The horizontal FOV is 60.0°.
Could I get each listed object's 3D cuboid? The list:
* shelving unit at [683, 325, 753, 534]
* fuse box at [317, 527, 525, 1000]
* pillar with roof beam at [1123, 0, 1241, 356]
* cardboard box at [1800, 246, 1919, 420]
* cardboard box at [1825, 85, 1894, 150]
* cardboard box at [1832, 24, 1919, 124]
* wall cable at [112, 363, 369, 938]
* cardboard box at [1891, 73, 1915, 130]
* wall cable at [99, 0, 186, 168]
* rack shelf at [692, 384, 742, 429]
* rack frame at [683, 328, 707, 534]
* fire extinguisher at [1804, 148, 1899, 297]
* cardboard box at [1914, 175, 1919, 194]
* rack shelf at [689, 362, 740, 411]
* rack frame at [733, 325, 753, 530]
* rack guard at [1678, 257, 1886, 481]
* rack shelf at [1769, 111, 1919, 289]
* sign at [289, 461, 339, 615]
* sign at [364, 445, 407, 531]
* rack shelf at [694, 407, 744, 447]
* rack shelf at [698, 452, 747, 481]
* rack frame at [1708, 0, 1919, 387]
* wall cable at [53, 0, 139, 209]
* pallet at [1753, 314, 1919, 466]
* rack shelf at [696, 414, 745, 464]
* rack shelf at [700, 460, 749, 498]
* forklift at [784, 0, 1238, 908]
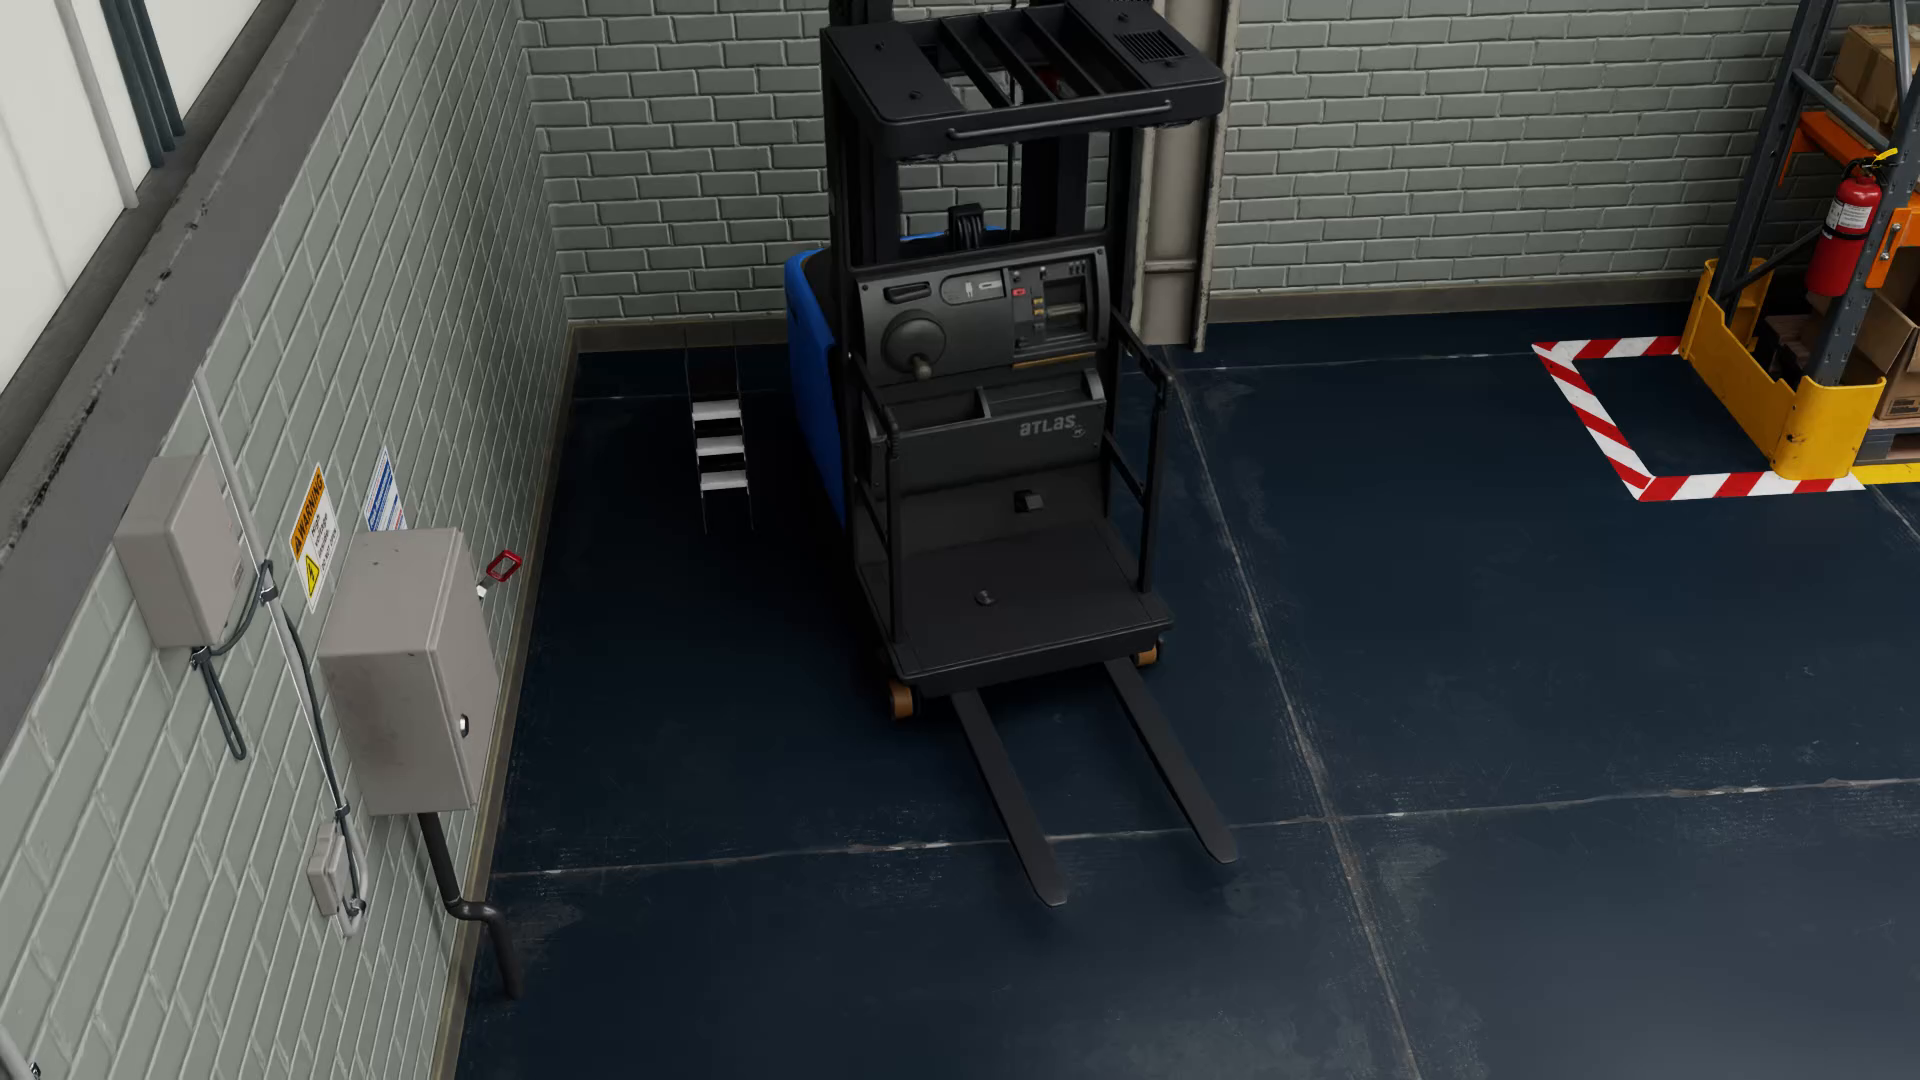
[{"bbox_3d":[-1.029,-0.463,7.110,0.210,0.900,0.258,-5,39,-6],"label":"shelving unit"},{"bbox_3d":[-1.416,0.777,4.884,0.414,1.711,0.539,-3,38,-4],"label":"fuse box"},{"bbox_3d":[1.412,-1.918,2.416,0.400,9.000,9.100,-3,38,-4],"label":"pillar with roof beam"},{"bbox_3d":[4.414,-0.971,7.735,0.637,0.503,0.797,-5,39,-6],"label":"cardboard box"},{"bbox_3d":[4.103,-1.896,7.435,0.250,0.149,0.380,-4,38,-4],"label":"cardboard box"},{"bbox_3d":[4.231,-2.058,7.318,0.500,0.250,0.500,-2,38,-3],"label":"cardboard box"},{"bbox_3d":[-1.512,0.302,3.626,0.122,1.984,0.588,-3,38,-4],"label":"wall cable"},{"bbox_3d":[4.272,-1.728,6.899,0.500,0.250,0.500,-3,38,-4],"label":"cardboard box"},{"bbox_3d":[-1.674,-2.818,3.526,0.133,3.039,2.988,-3,38,-4],"label":"wall cable"},{"bbox_3d":[-1.029,-0.578,7.019,0.200,0.077,0.258,-5,39,-6],"label":"rack shelf"},{"bbox_3d":[-1.130,-0.454,7.098,0.006,0.900,0.240,-5,39,-6],"label":"rack frame"},{"bbox_3d":[3.691,-1.341,6.892,0.183,0.674,0.296,-3,38,-4],"label":"fire extinguisher"},{"bbox_3d":[4.148,-1.561,7.010,0.250,0.149,0.380,-3,38,-4],"label":"cardboard box"},{"bbox_3d":[-1.029,-0.648,6.963,0.200,0.077,0.258,-5,39,-6],"label":"rack shelf"},{"bbox_3d":[-0.929,-0.472,7.121,0.006,0.900,0.240,-5,39,-6],"label":"rack frame"},{"bbox_3d":[3.872,-0.834,7.903,0.348,0.500,1.175,-3,38,-4],"label":"rack guard"},{"bbox_3d":[5.788,-1.638,7.486,4.000,0.370,1.077,-3,38,-4],"label":"rack shelf"},{"bbox_3d":[-1.617,-0.008,4.172,0.001,0.242,0.339,-3,38,-4],"label":"sign"},{"bbox_3d":[-1.666,0.015,4.886,0.001,0.494,0.329,-3,38,-4],"label":"sign"},{"bbox_3d":[-1.029,-0.507,7.075,0.200,0.077,0.258,-5,39,-6],"label":"rack shelf"},{"bbox_3d":[-1.029,-0.366,7.186,0.200,0.077,0.258,-5,39,-6],"label":"rack shelf"},{"bbox_3d":[3.796,-1.811,7.124,0.127,3.000,1.000,-3,38,-4],"label":"rack frame"},{"bbox_3d":[-1.465,-1.082,1.357,0.029,3.000,2.355,-3,38,-4],"label":"wall cable"},{"bbox_3d":[4.666,-0.765,8.049,1.213,0.211,1.003,-3,38,-4],"label":"pallet"},{"bbox_3d":[-1.029,-0.436,7.130,0.200,0.077,0.258,-5,39,-6],"label":"rack shelf"},{"bbox_3d":[-1.029,-0.295,7.242,0.200,0.077,0.258,-5,39,-6],"label":"rack shelf"},{"bbox_3d":[0.160,-0.744,5.827,1.130,2.935,3.031,-11,40,-13],"label":"forklift"}]
